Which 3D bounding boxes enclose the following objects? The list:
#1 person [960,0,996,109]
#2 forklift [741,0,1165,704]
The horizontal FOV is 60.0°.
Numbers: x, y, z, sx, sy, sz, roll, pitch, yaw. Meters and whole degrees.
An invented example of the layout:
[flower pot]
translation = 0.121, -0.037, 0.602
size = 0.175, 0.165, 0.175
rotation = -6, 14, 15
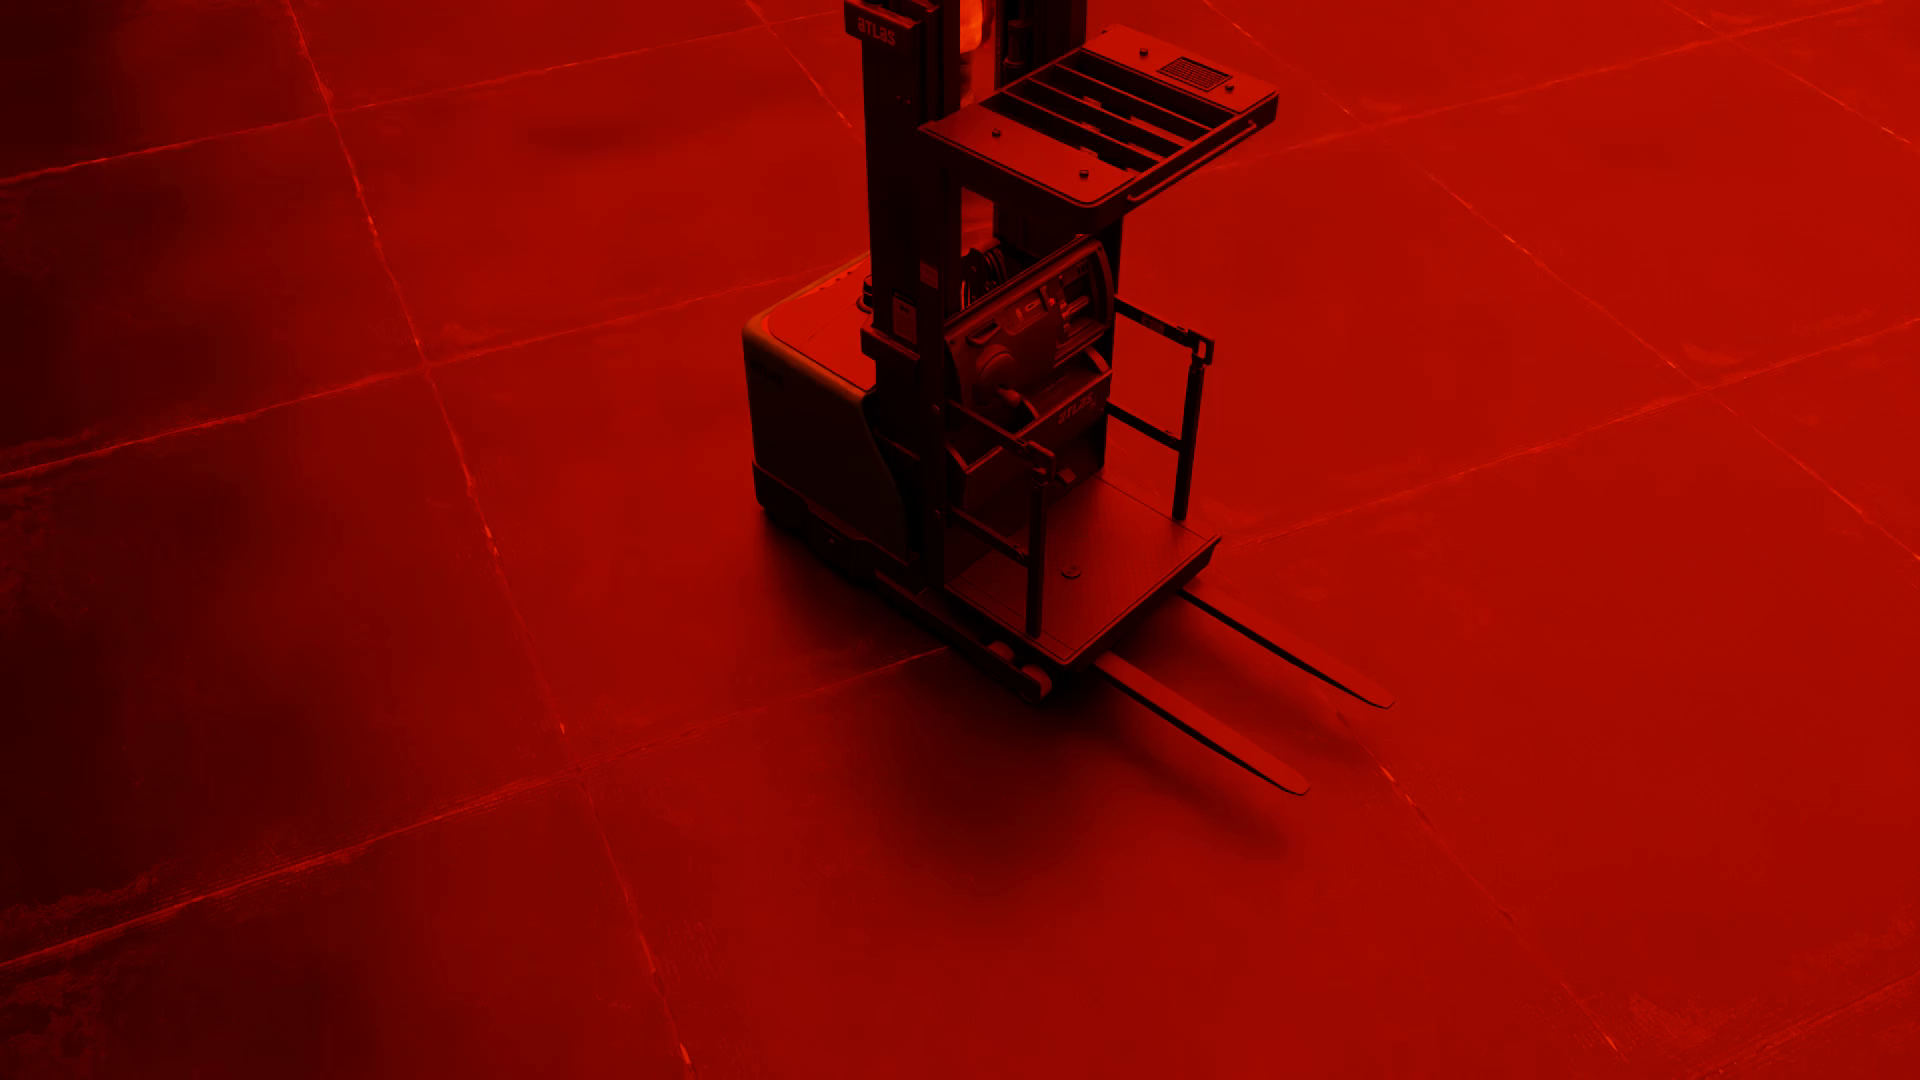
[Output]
[person]
translation = -0.111, -2.935, 9.700
size = 0.659, 1.784, 0.508
rotation = -17, 46, -18
[forklift]
translation = 0.046, -1.010, 6.827
size = 1.939, 2.843, 1.129
rotation = 32, 52, 30
